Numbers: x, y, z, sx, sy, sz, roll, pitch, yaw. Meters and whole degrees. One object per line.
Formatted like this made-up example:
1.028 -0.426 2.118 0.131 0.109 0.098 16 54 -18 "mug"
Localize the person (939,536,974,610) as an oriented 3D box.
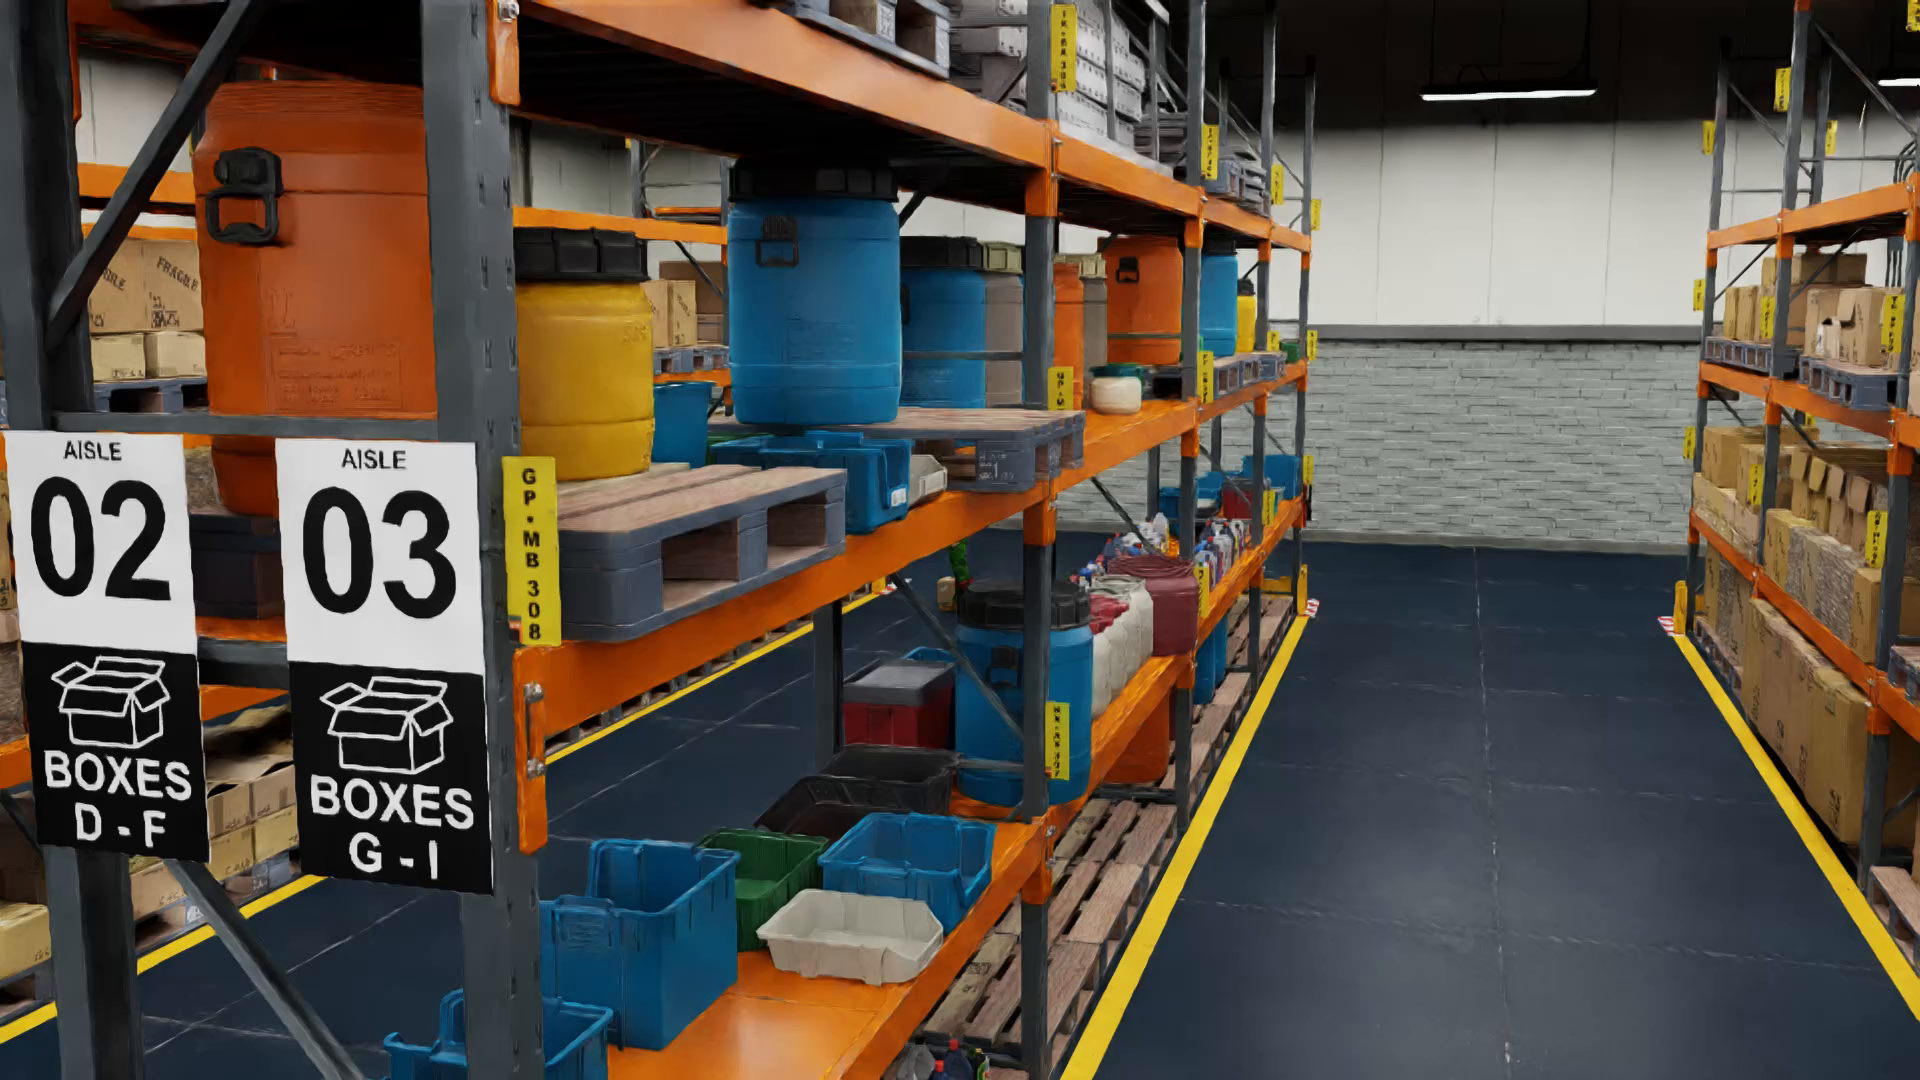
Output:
-0.020 -0.084 18.312 0.424 1.830 0.559 0 8 3 "person"
